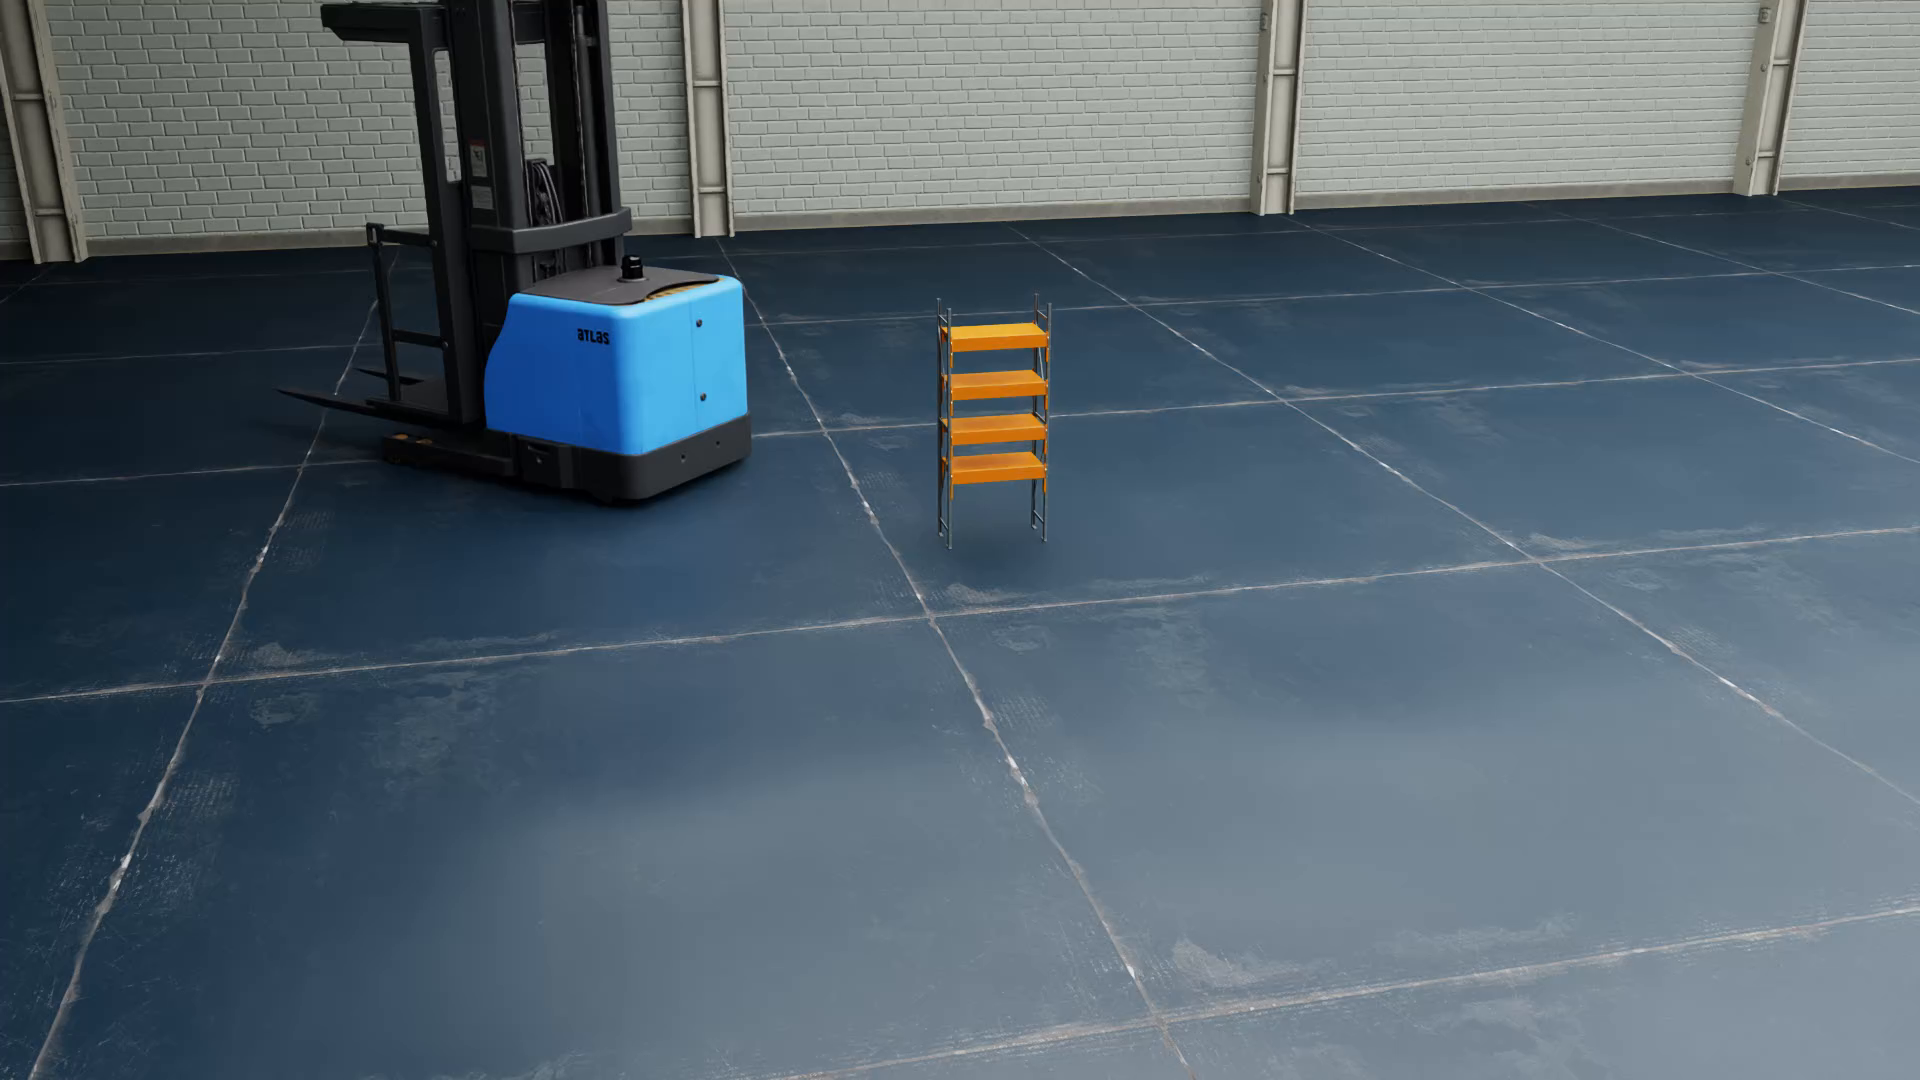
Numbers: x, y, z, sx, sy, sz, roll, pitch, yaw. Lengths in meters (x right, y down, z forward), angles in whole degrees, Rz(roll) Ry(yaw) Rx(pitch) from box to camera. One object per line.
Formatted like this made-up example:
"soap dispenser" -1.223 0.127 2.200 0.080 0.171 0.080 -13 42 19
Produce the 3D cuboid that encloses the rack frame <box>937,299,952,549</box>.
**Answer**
"rack frame" -0.076 -0.557 8.091 0.015 1.200 0.240 -5 21 -12

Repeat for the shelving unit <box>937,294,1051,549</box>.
"shelving unit" 0.161 -0.577 8.144 0.503 1.200 0.258 -5 21 -12

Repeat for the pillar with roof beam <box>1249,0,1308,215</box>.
"pillar with roof beam" 4.356 -6.326 12.502 0.400 9.000 9.100 -5 21 -12

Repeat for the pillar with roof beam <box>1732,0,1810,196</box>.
"pillar with roof beam" 10.195 -6.801 13.799 0.400 9.000 9.100 -5 21 -12

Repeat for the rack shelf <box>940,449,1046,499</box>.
"rack shelf" 0.161 -0.327 8.235 0.480 0.148 0.258 -5 21 -12

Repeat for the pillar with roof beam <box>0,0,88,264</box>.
"pillar with roof beam" -7.322 -5.377 9.909 0.400 9.000 9.100 -5 21 -12

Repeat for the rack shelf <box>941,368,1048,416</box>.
"rack shelf" 0.161 -0.723 8.090 0.480 0.148 0.258 -5 21 -12

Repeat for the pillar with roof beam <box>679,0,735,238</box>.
"pillar with roof beam" -1.483 -5.852 11.206 0.400 9.000 9.100 -5 21 -12

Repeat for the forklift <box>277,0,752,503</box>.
"forklift" -2.713 -1.925 9.308 3.031 2.935 1.130 11 23 28

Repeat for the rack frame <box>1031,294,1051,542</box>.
"rack frame" 0.399 -0.596 8.197 0.015 1.200 0.240 -5 21 -12

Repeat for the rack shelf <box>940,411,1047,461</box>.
"rack shelf" 0.161 -0.513 8.167 0.480 0.148 0.258 -5 21 -12

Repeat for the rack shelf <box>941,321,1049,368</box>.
"rack shelf" 0.161 -0.945 8.009 0.480 0.148 0.258 -5 21 -12
